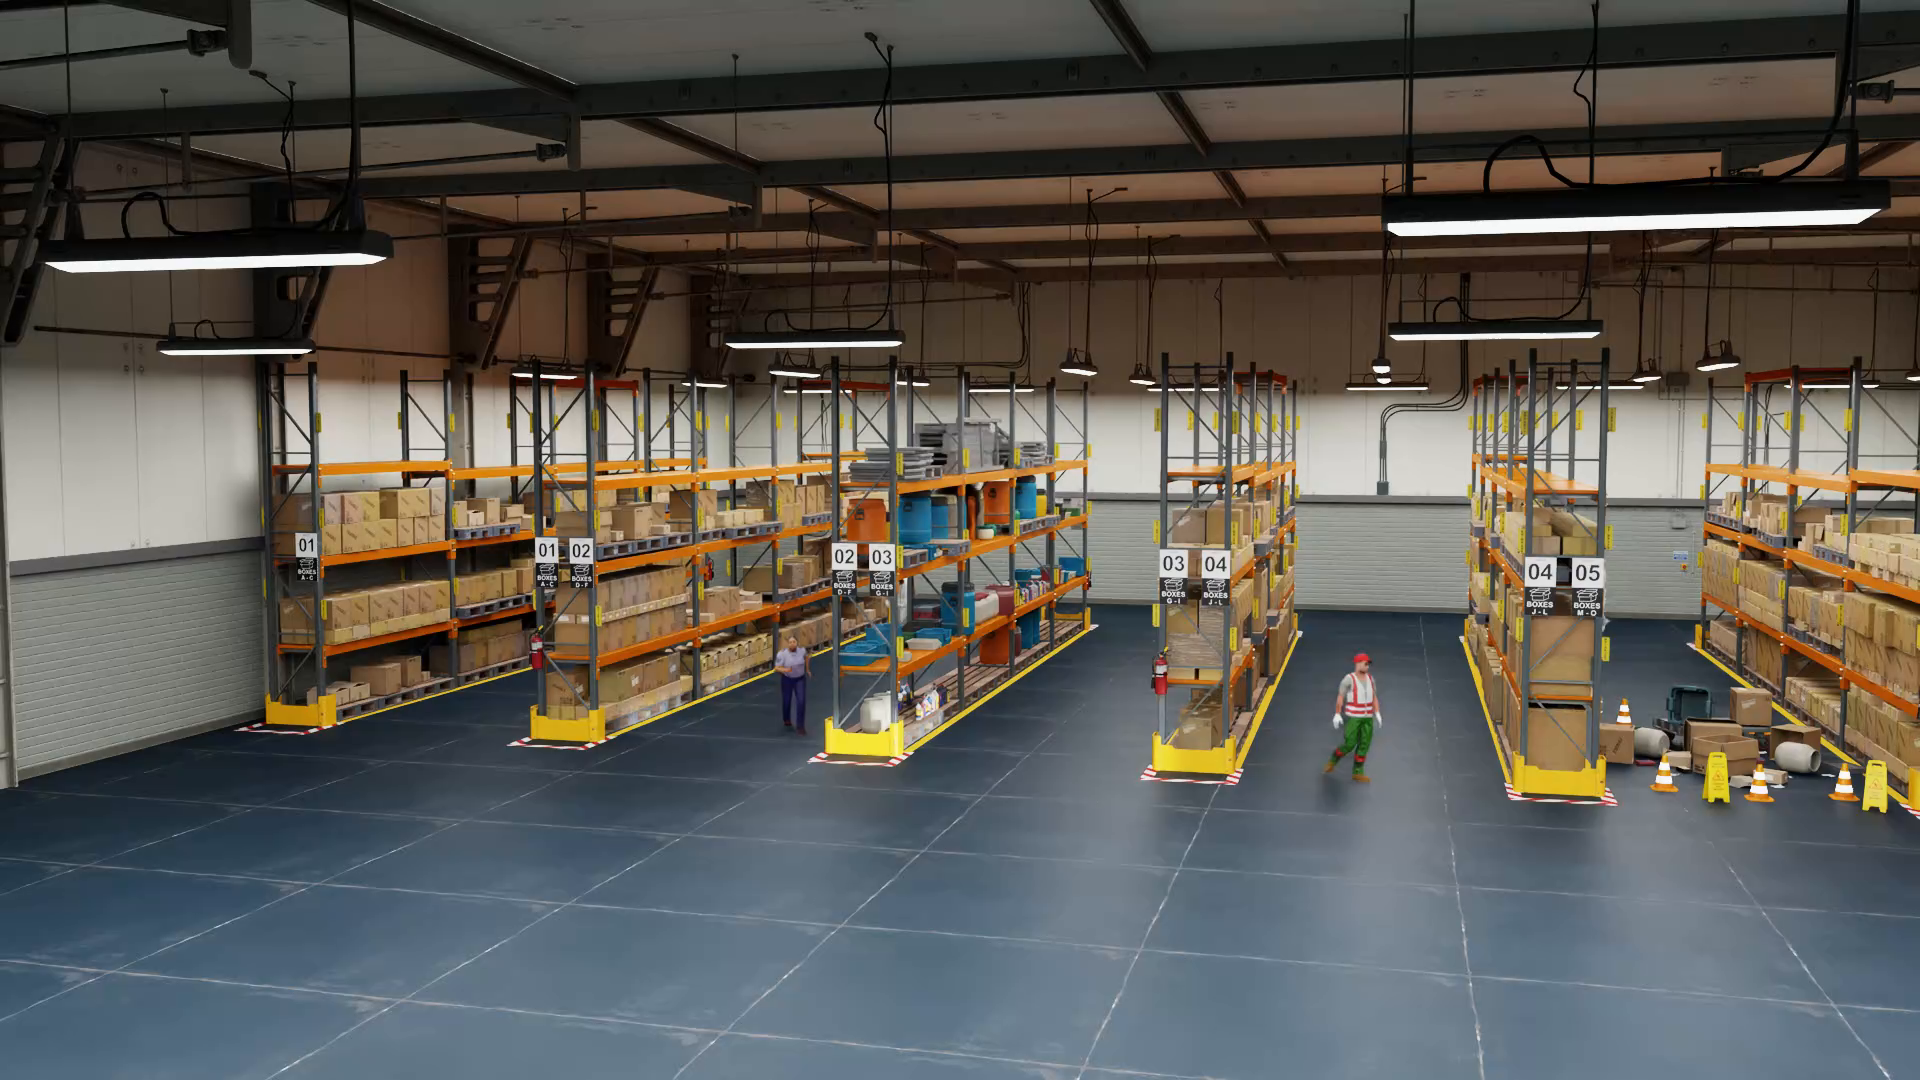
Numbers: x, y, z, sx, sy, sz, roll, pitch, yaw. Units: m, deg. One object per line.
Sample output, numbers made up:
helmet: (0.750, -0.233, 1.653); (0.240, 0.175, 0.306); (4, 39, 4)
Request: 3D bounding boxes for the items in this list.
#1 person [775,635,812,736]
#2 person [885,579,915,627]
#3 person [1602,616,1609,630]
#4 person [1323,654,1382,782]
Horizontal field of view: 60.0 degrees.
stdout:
person: (-2.697, 2.325, 26.884); (0.609, 1.614, 0.935); (-1, 4, -11)
person: (-1.362, 1.487, 37.888); (0.681, 1.709, 0.699); (0, 4, -2)
person: (14.840, 1.315, 39.386); (1.047, 1.761, 0.709); (0, 4, -1)
person: (5.490, 2.470, 23.291); (0.706, 1.782, 0.579); (-2, 4, -25)
